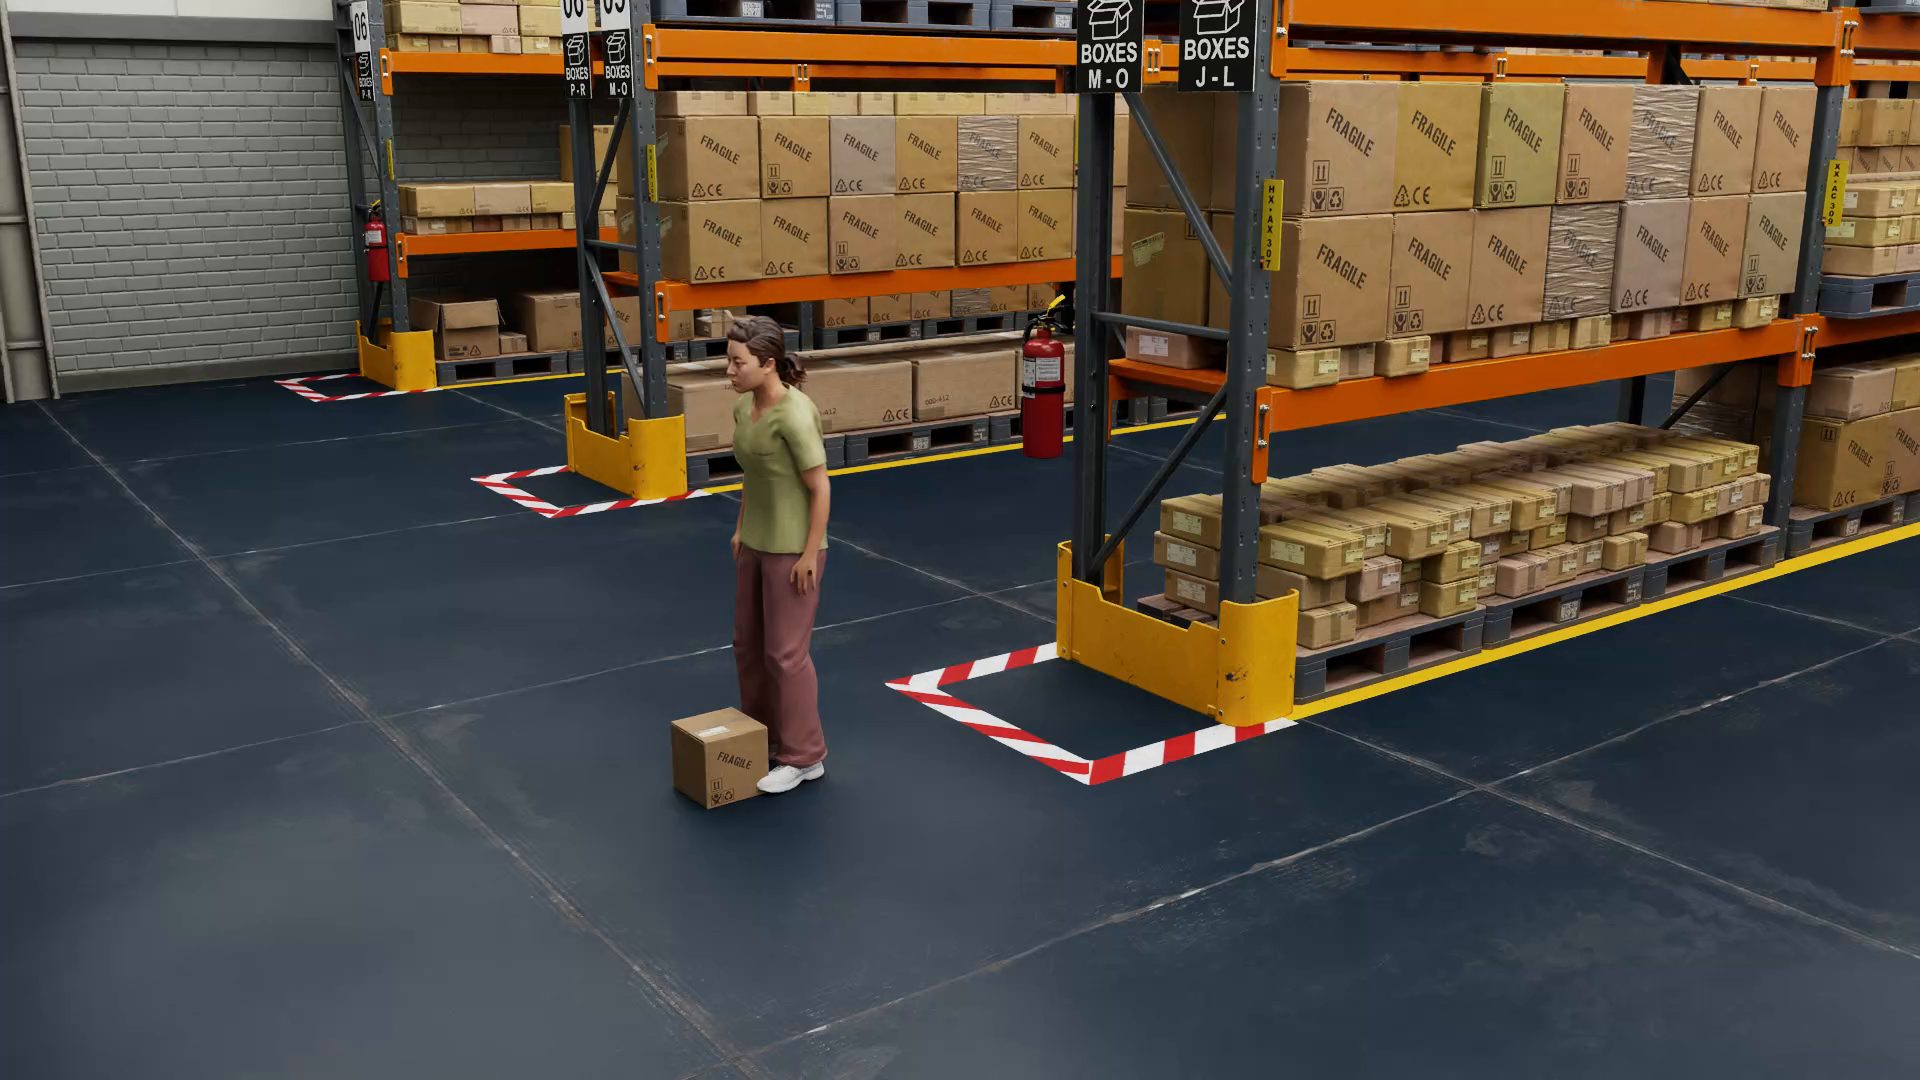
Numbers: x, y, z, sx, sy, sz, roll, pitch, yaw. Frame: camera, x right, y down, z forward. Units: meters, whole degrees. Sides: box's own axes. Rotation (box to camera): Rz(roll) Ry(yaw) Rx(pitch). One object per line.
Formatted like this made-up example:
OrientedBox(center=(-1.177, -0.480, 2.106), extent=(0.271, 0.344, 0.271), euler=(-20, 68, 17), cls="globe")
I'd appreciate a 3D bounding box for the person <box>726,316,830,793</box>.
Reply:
OrientedBox(center=(-0.652, 0.043, 5.849), extent=(0.352, 1.672, 0.504), euler=(-11, 18, -35), cls="person")
